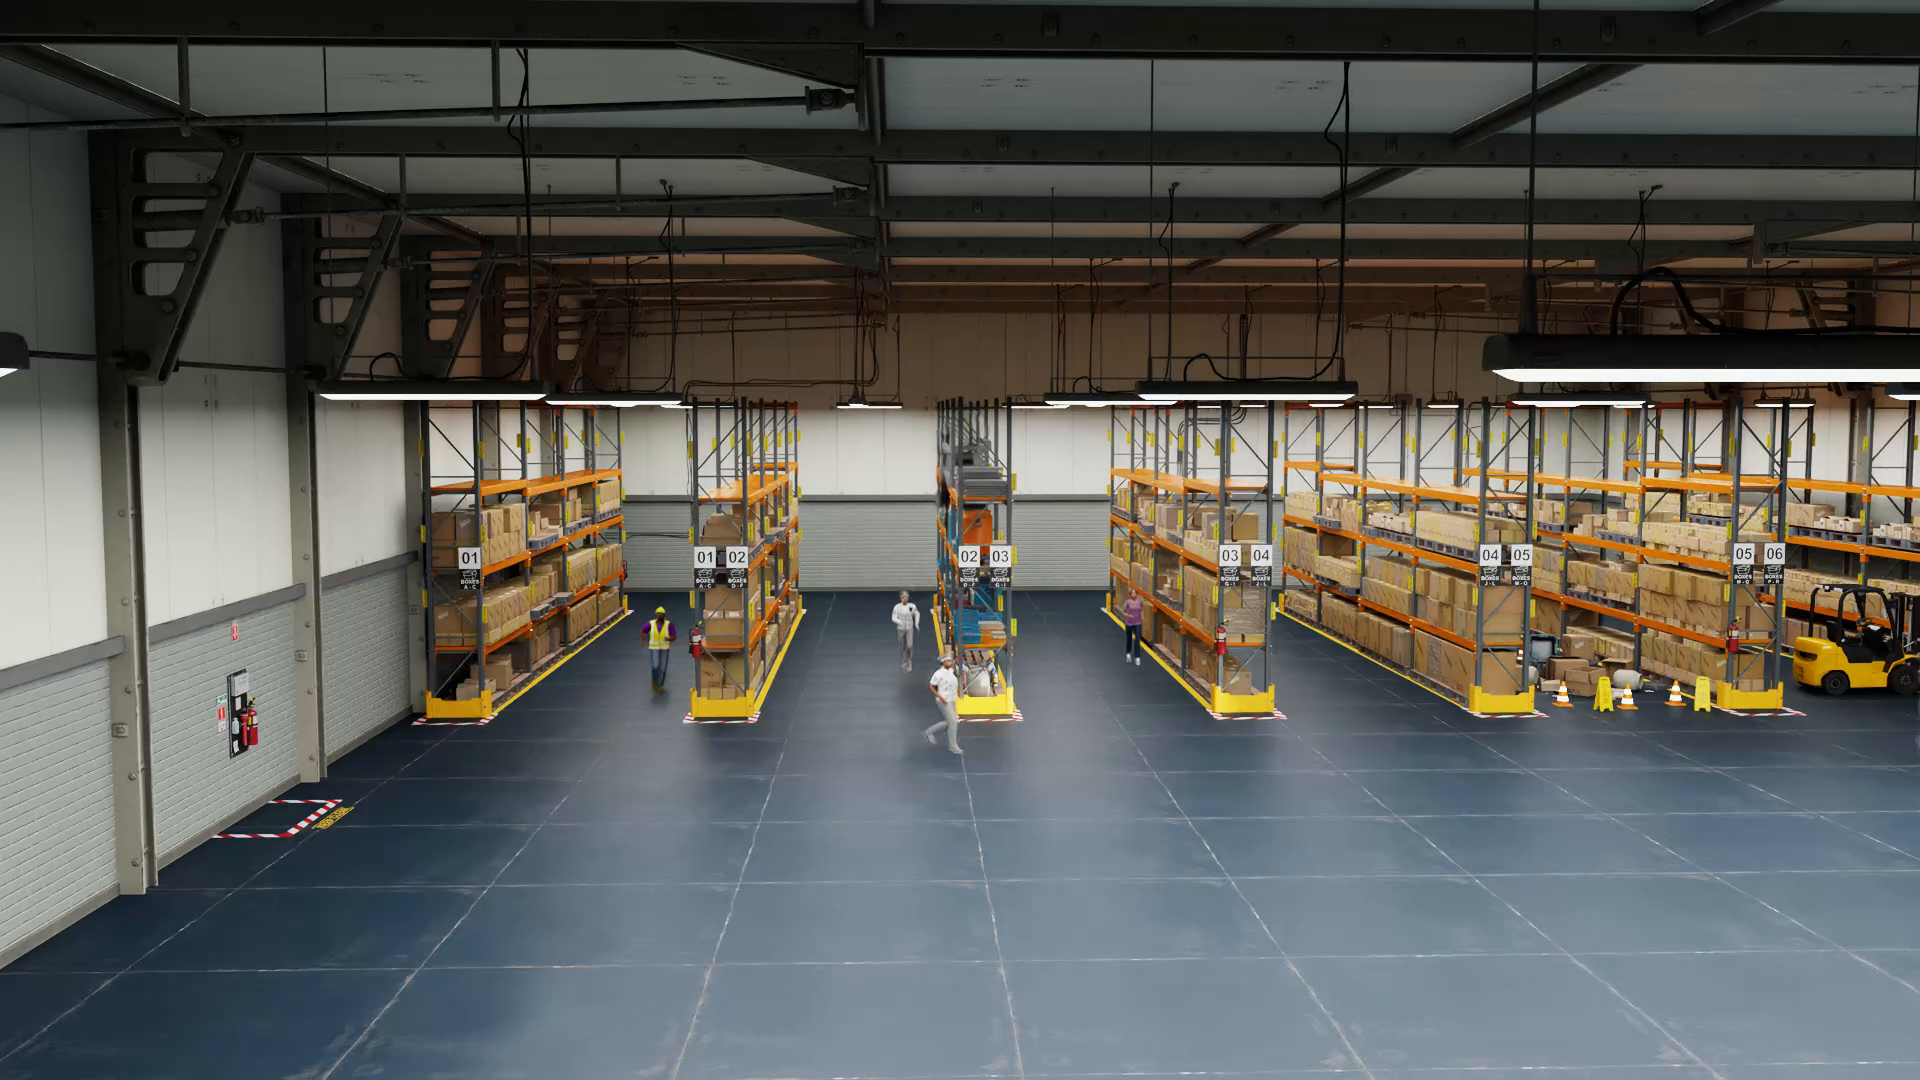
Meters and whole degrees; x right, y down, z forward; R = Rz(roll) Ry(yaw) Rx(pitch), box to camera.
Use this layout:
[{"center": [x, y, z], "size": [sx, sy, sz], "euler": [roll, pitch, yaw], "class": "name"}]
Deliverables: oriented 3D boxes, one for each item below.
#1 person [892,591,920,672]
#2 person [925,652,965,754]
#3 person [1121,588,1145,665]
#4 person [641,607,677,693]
[{"center": [-1.137, 1.916, 34.856], "size": [0.578, 1.725, 0.728], "euler": [0, 4, -1], "class": "person"}, {"center": [-0.275, 2.727, 28.012], "size": [0.802, 1.697, 0.579], "euler": [3, 5, 30], "class": "person"}, {"center": [3.735, 1.846, 35.840], "size": [0.557, 1.618, 0.821], "euler": [0, 4, -6], "class": "person"}, {"center": [-6.100, 2.232, 33.762], "size": [0.692, 1.741, 0.660], "euler": [-1, 5, -16], "class": "person"}]
